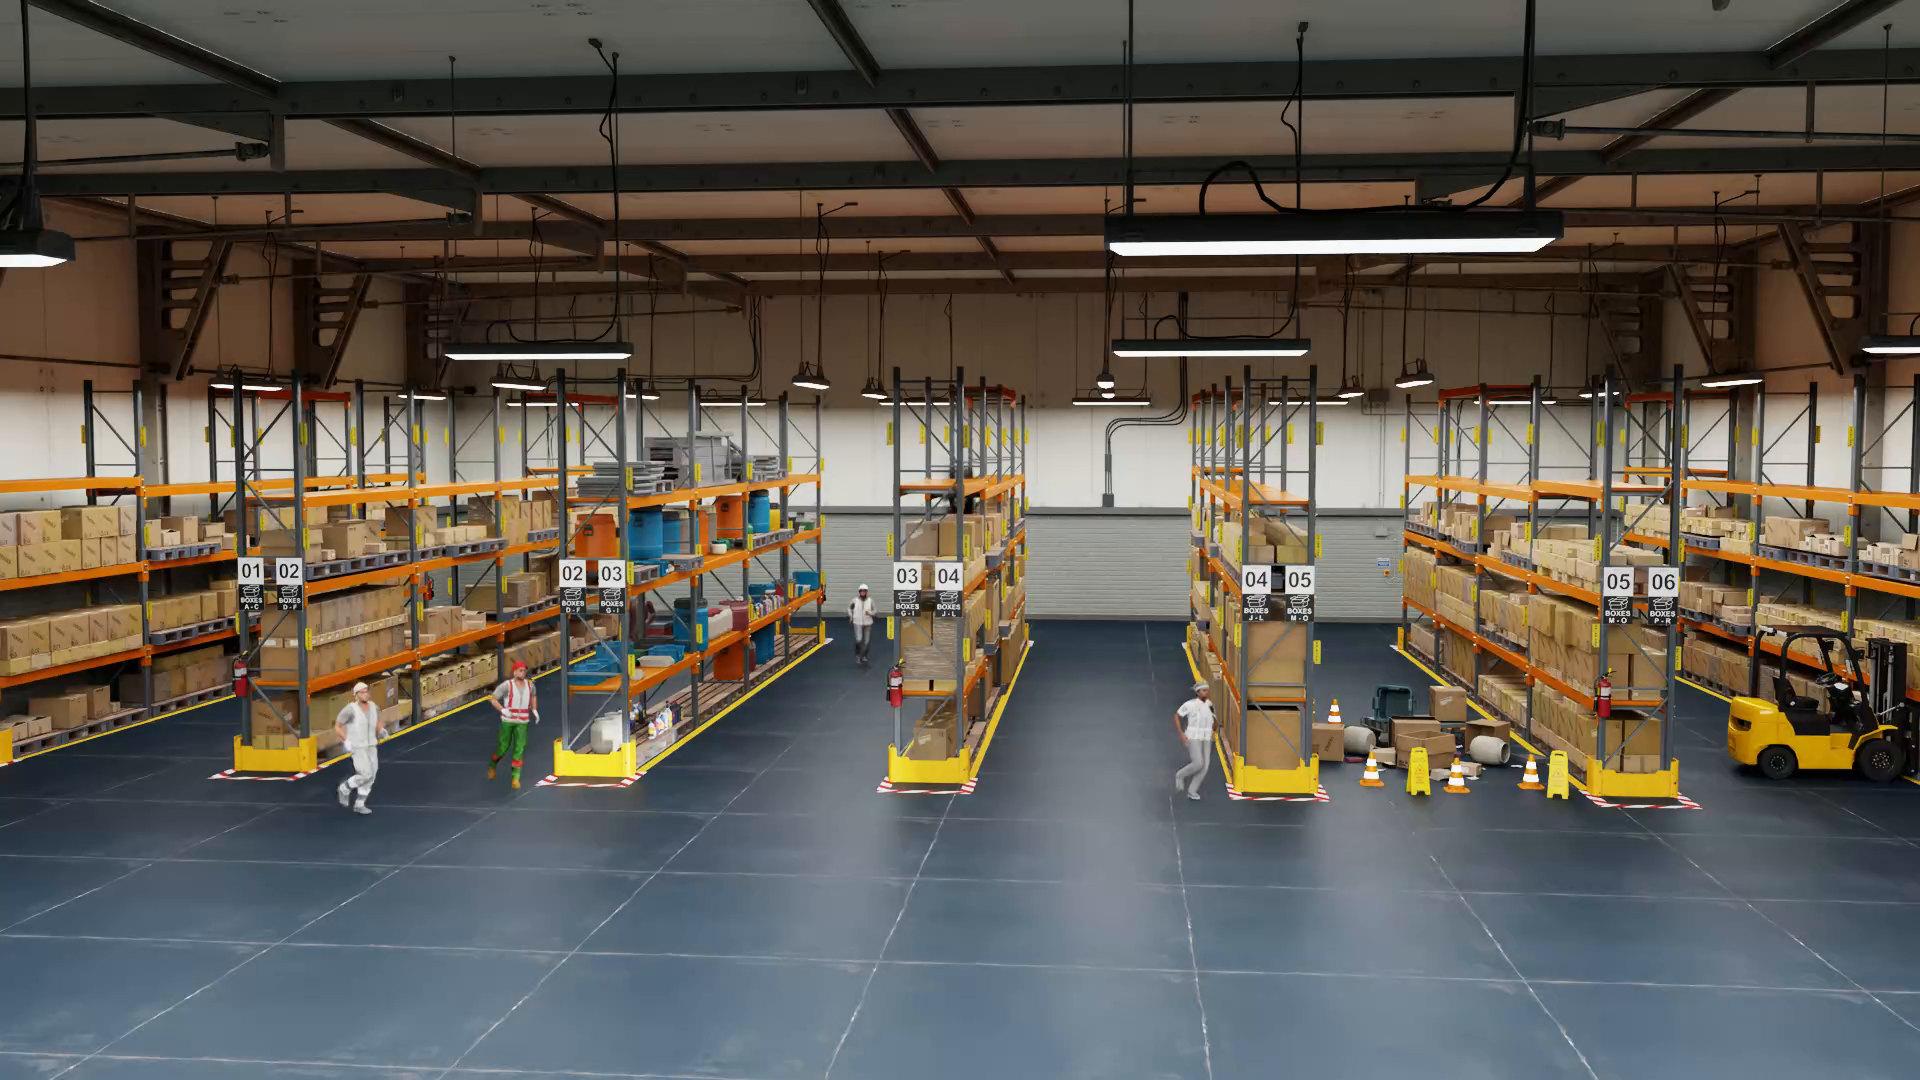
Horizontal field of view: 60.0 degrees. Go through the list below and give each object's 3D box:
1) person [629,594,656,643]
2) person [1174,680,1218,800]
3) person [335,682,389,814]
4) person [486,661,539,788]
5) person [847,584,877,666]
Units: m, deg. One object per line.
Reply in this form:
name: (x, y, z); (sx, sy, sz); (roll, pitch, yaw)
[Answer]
person: (-6.951, 1.907, 36.042); (0.709, 1.737, 0.640); (0, 4, -6)
person: (3.321, 2.758, 23.034); (0.626, 1.634, 0.514); (-2, 4, -31)
person: (-7.928, 2.759, 22.103); (0.628, 1.751, 0.643); (2, 4, 31)
person: (-6.362, 2.620, 23.894); (0.715, 1.754, 0.947); (-2, 4, -31)
person: (-2.132, 1.860, 36.400); (0.628, 1.780, 0.702); (-1, 4, -9)
